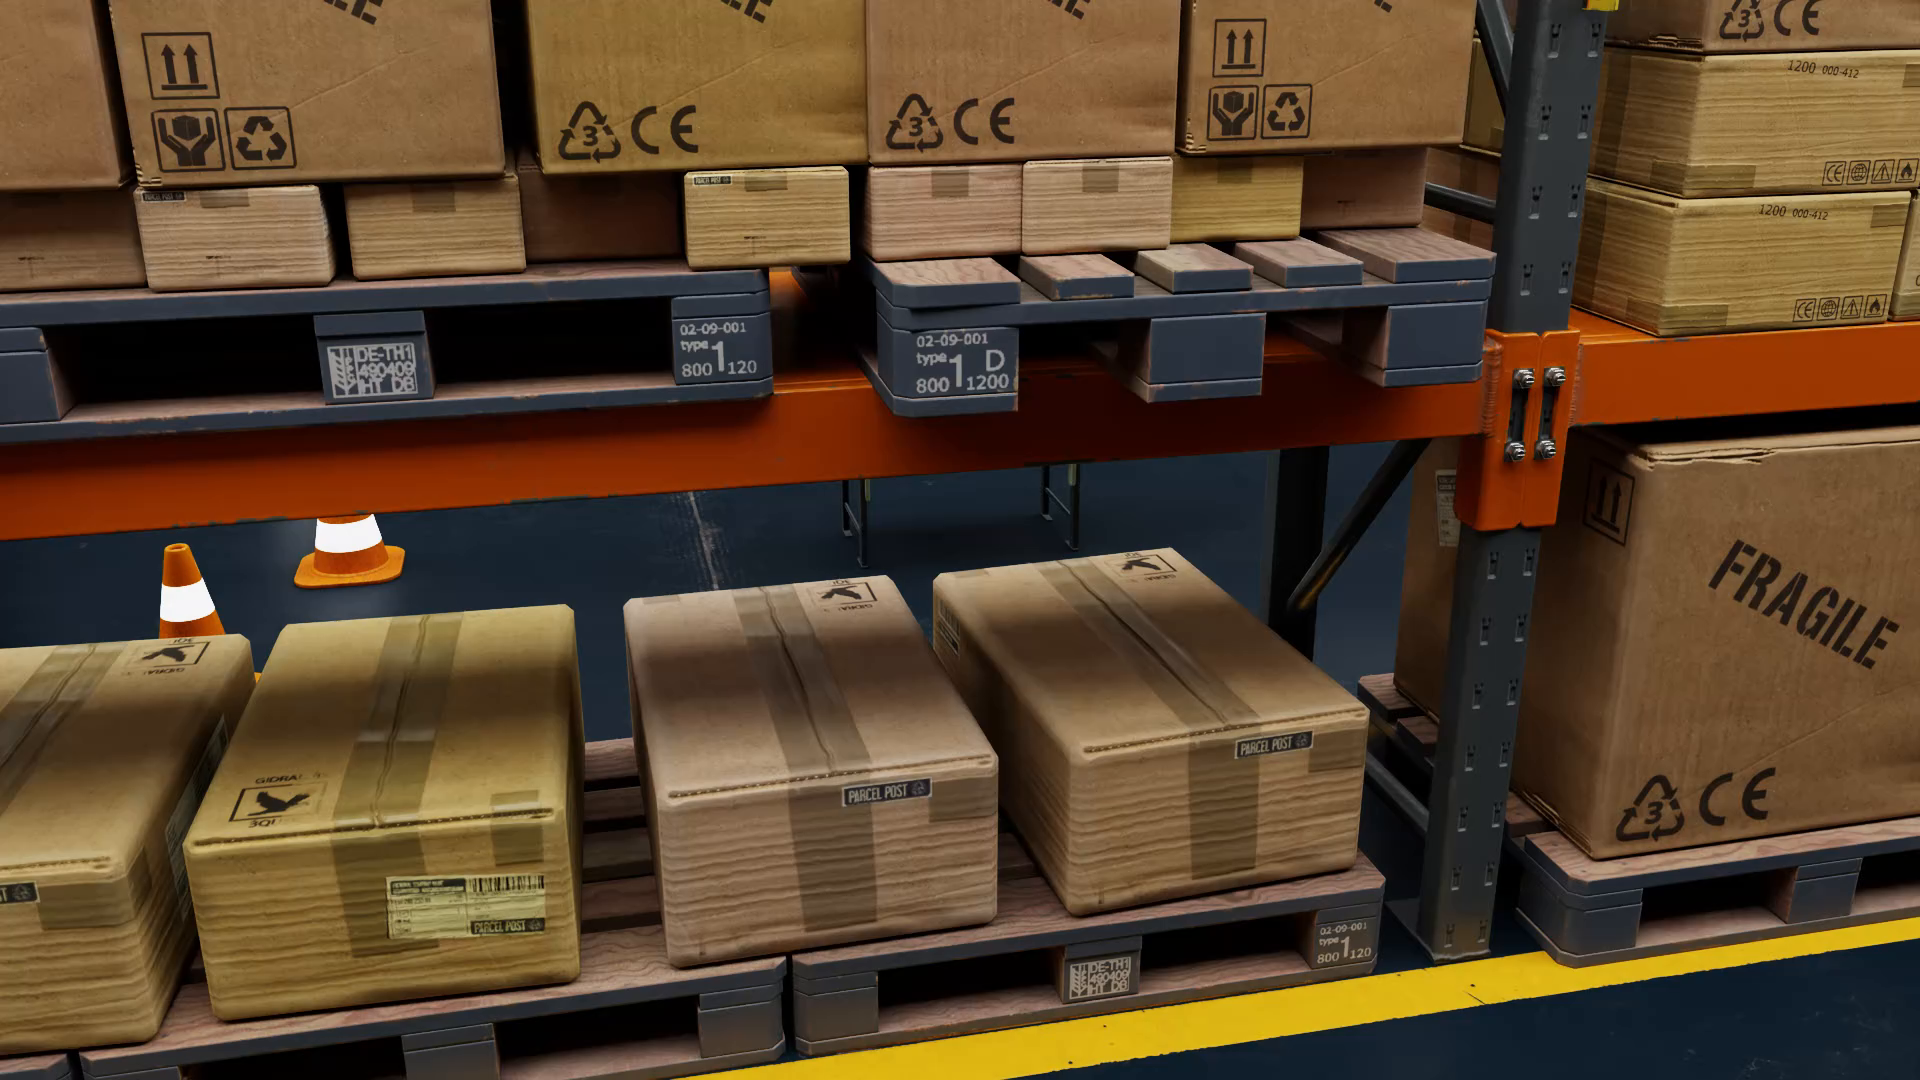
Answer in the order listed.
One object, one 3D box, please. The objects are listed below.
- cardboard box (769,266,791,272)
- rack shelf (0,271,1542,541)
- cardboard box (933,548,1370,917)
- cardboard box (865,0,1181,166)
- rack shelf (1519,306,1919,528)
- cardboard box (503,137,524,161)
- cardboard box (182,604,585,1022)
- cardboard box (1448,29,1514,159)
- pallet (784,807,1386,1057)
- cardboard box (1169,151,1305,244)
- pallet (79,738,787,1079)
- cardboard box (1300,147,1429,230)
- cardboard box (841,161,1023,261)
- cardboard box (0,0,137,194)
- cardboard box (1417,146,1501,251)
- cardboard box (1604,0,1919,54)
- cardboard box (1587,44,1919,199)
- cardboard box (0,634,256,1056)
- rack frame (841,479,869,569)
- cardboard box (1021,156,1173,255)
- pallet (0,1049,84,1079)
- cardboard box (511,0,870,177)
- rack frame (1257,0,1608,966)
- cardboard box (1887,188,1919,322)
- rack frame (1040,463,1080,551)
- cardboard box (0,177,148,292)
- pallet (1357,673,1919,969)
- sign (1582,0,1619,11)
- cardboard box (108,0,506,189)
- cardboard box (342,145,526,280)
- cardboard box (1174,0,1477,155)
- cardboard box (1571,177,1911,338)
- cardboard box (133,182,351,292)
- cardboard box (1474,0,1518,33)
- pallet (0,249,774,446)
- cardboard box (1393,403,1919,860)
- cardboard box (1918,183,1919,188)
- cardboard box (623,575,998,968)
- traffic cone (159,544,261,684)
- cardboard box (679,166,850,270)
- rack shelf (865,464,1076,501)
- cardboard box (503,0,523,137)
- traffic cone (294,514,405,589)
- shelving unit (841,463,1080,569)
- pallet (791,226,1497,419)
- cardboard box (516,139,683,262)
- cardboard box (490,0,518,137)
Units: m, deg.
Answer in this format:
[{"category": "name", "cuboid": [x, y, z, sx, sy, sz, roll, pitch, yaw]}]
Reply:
[{"category": "cardboard box", "cuboid": [-0.928, -1.476, 8.144, 0.750, 0.750, 1.050, -5, 21, -13]}, {"category": "rack shelf", "cuboid": [-1.024, -0.208, 3.068, 4.000, 0.370, 1.077, -5, 21, -12]}, {"category": "cardboard box", "cuboid": [0.371, 0.374, 3.644, 0.625, 0.372, 0.950, -6, 21, -16]}, {"category": "cardboard box", "cuboid": [0.044, -0.915, 2.762, 0.500, 0.500, 0.500, -5, 21, -13]}, {"category": "rack shelf", "cuboid": [2.869, -0.525, 3.933, 4.000, 0.370, 1.077, -5, 21, -12]}, {"category": "cardboard box", "cuboid": [-0.751, -0.707, 3.139, 0.250, 0.149, 0.380, -4, 20, -10]}, {"category": "cardboard box", "cuboid": [-1.085, 0.493, 3.318, 0.625, 0.372, 0.950, -4, 20, -11]}, {"category": "cardboard box", "cuboid": [1.336, -0.992, 3.654, 0.500, 0.250, 0.500, -5, 21, -13]}, {"category": "pallet", "cuboid": [0.162, 0.666, 3.689, 1.213, 0.211, 1.003, -5, 21, -12]}, {"category": "cardboard box", "cuboid": [0.414, -0.634, 2.938, 0.250, 0.149, 0.380, -4, 21, -12]}, {"category": "pallet", "cuboid": [-1.023, 0.762, 3.429, 1.213, 0.211, 1.003, -5, 21, -12]}, {"category": "cardboard box", "cuboid": [0.658, -0.679, 3.062, 0.250, 0.149, 0.380, -4, 20, -10]}, {"category": "cardboard box", "cuboid": [-0.068, -0.581, 2.795, 0.250, 0.149, 0.380, -6, 21, -15]}, {"category": "cardboard box", "cuboid": [-1.476, -0.787, 2.414, 0.500, 0.500, 0.500, -5, 21, -13]}, {"category": "cardboard box", "cuboid": [1.355, -0.761, 3.749, 0.500, 0.250, 0.500, -5, 21, -14]}, {"category": "cardboard box", "cuboid": [1.459, -1.178, 3.071, 0.500, 0.500, 0.500, -5, 21, -14]}, {"category": "cardboard box", "cuboid": [1.473, -0.826, 3.200, 0.500, 0.250, 0.500, -5, 21, -13]}, {"category": "cardboard box", "cuboid": [-1.761, 0.548, 3.166, 0.625, 0.372, 0.950, -3, 20, -9]}, {"category": "rack frame", "cuboid": [-0.363, -0.675, 5.476, 0.023, 1.500, 0.400, -5, 21, -12]}, {"category": "cardboard box", "cuboid": [0.179, -0.599, 2.843, 0.250, 0.149, 0.380, -5, 21, -13]}, {"category": "pallet", "cuboid": [-2.213, 0.859, 3.162, 1.213, 0.211, 1.003, -5, 21, -12]}, {"category": "cardboard box", "cuboid": [-0.447, -0.874, 2.652, 0.500, 0.500, 0.500, -6, 21, -16]}, {"category": "rack frame", "cuboid": [0.923, -0.705, 3.377, 0.127, 3.000, 1.000, -5, 21, -12]}, {"category": "cardboard box", "cuboid": [1.953, -0.635, 3.406, 0.500, 0.250, 0.500, -5, 21, -14]}, {"category": "rack frame", "cuboid": [0.350, -0.733, 5.634, 0.023, 1.500, 0.400, -5, 21, -12]}, {"category": "cardboard box", "cuboid": [-1.355, -0.495, 2.560, 0.250, 0.149, 0.380, -4, 21, -12]}, {"category": "pallet", "cuboid": [1.707, 0.568, 3.958, 1.213, 0.211, 1.003, -5, 21, -12]}, {"category": "sign", "cuboid": [1.057, -1.030, 2.698, 0.005, 0.325, 0.100, -5, 21, -12]}, {"category": "cardboard box", "cuboid": [-0.979, -0.831, 2.535, 0.500, 0.500, 0.500, -6, 21, -15]}, {"category": "cardboard box", "cuboid": [-0.832, -0.530, 2.655, 0.250, 0.149, 0.380, -5, 21, -14]}, {"category": "cardboard box", "cuboid": [0.544, -0.959, 2.884, 0.500, 0.500, 0.500, -5, 21, -14]}, {"category": "cardboard box", "cuboid": [1.457, -0.589, 3.279, 0.500, 0.250, 0.500, -5, 21, -13]}, {"category": "cardboard box", "cuboid": [-1.085, -0.499, 2.570, 0.250, 0.149, 0.380, -4, 20, -10]}, {"category": "cardboard box", "cuboid": [1.366, -1.349, 3.538, 0.500, 0.500, 0.500, -5, 21, -14]}, {"category": "pallet", "cuboid": [-0.994, -0.444, 2.945, 1.213, 0.211, 1.003, -5, 21, -12]}, {"category": "cardboard box", "cuboid": [1.614, 0.069, 3.743, 0.875, 0.875, 0.875, -5, 21, -13]}, {"category": "cardboard box", "cuboid": [1.976, -0.867, 3.311, 0.500, 0.250, 0.500, -4, 21, -11]}, {"category": "cardboard box", "cuboid": [-0.346, 0.435, 3.477, 0.625, 0.372, 0.950, -5, 21, -14]}, {"category": "traffic cone", "cuboid": [-2.085, 0.237, 4.496, 0.334, 0.463, 0.336, -5, 21, -12]}, {"category": "cardboard box", "cuboid": [-0.333, -0.555, 2.723, 0.250, 0.149, 0.380, -4, 21, -12]}, {"category": "rack shelf", "cuboid": [-0.006, -0.398, 5.667, 0.720, 0.370, 0.431, -5, 21, -12]}, {"category": "cardboard box", "cuboid": [-0.589, -1.042, 3.111, 0.500, 0.500, 0.500, -4, 21, -12]}, {"category": "traffic cone", "cuboid": [-2.033, -0.121, 5.473, 0.334, 0.463, 0.336, -5, 21, -12]}, {"category": "shelving unit", "cuboid": [-0.006, -0.704, 5.555, 0.755, 1.500, 0.431, -5, 21, -12]}, {"category": "pallet", "cuboid": [0.254, -0.522, 3.159, 1.003, 0.211, 1.213, -5, 21, -12]}, {"category": "cardboard box", "cuboid": [-0.606, -0.577, 2.784, 0.250, 0.149, 0.380, -4, 21, -12]}, {"category": "cardboard box", "cuboid": [-1.078, -1.005, 3.010, 0.500, 0.500, 0.500, -5, 21, -15]}]
